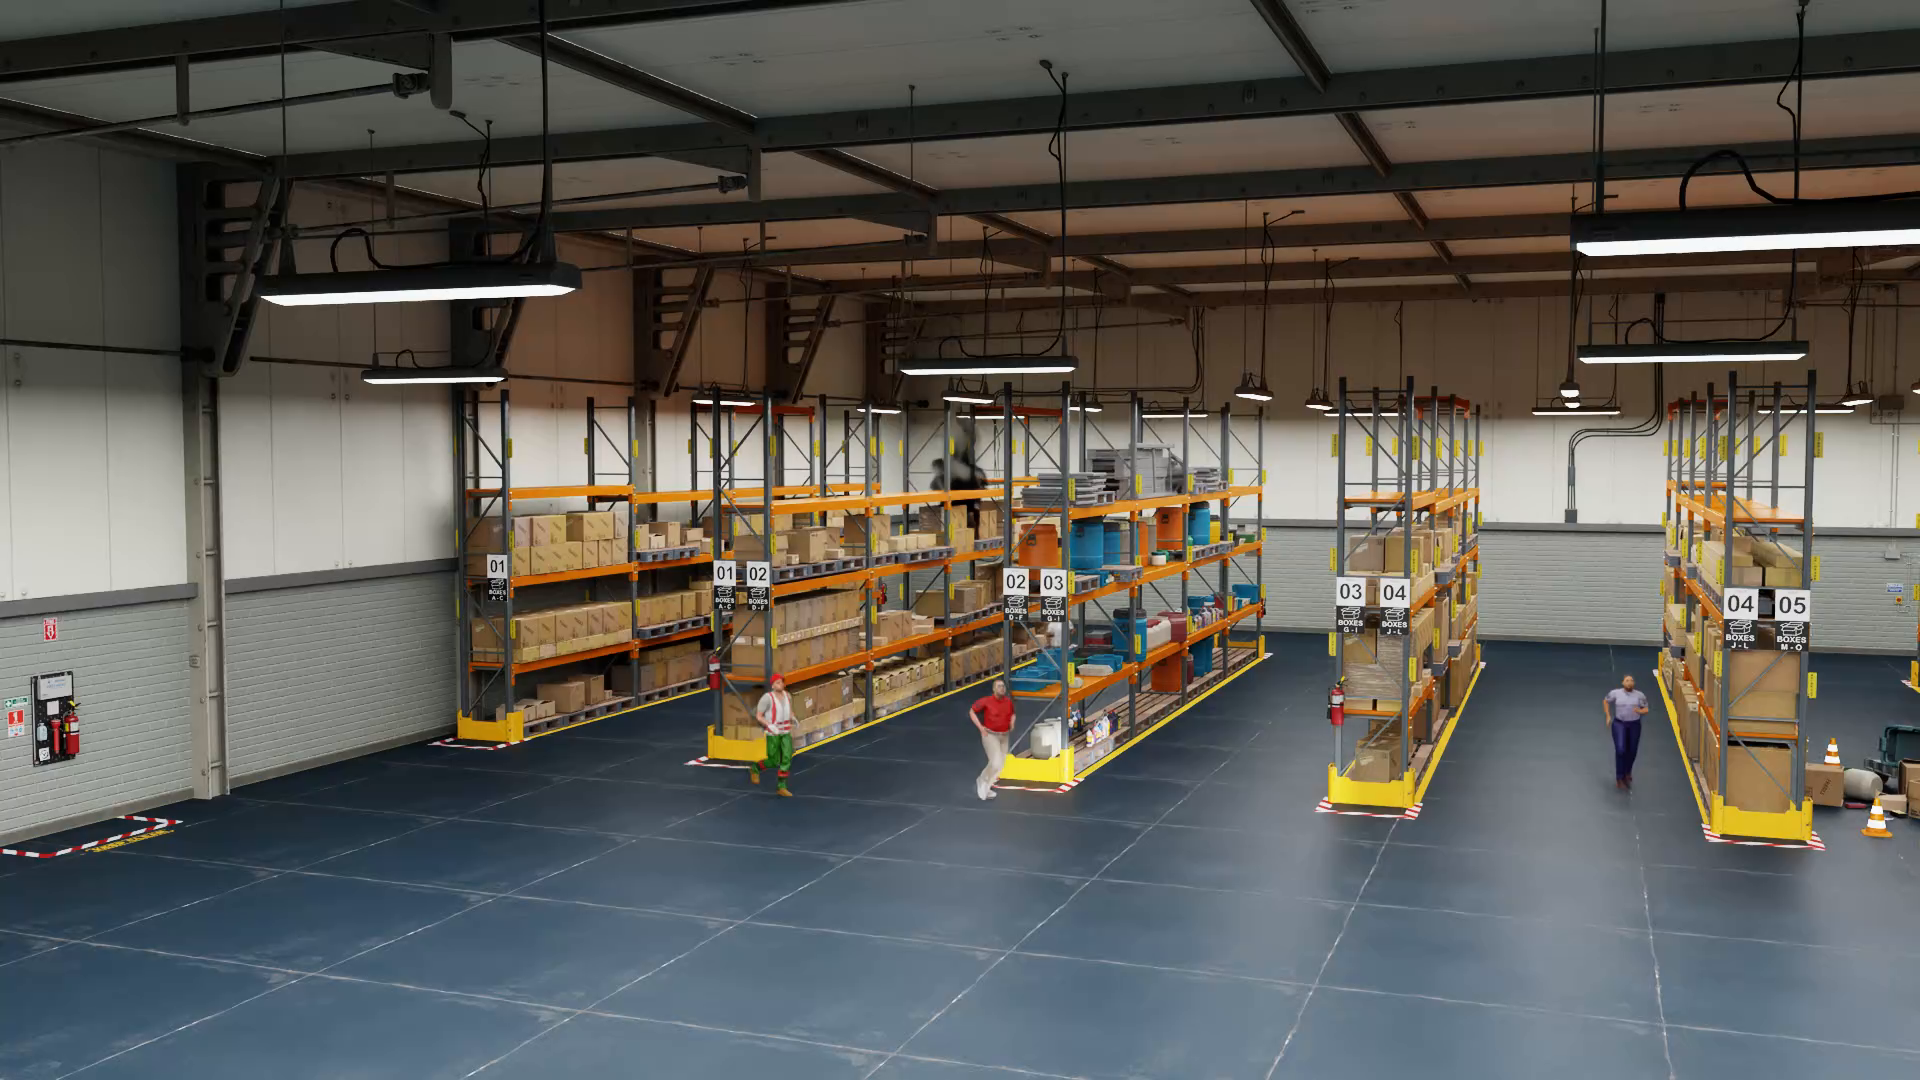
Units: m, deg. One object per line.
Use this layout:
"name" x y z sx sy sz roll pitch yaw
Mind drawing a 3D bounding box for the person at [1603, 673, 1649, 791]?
"person" 9.875 2.830 24.642 0.580 1.696 0.770 0 3 8

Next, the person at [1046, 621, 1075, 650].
"person" 2.084 2.248 34.705 0.564 1.754 0.794 1 3 14

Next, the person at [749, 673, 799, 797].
"person" -2.675 2.804 24.102 0.662 1.771 0.791 -3 4 -43

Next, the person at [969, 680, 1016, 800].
"person" 0.531 2.846 23.738 0.691 1.705 0.578 -2 4 -33
